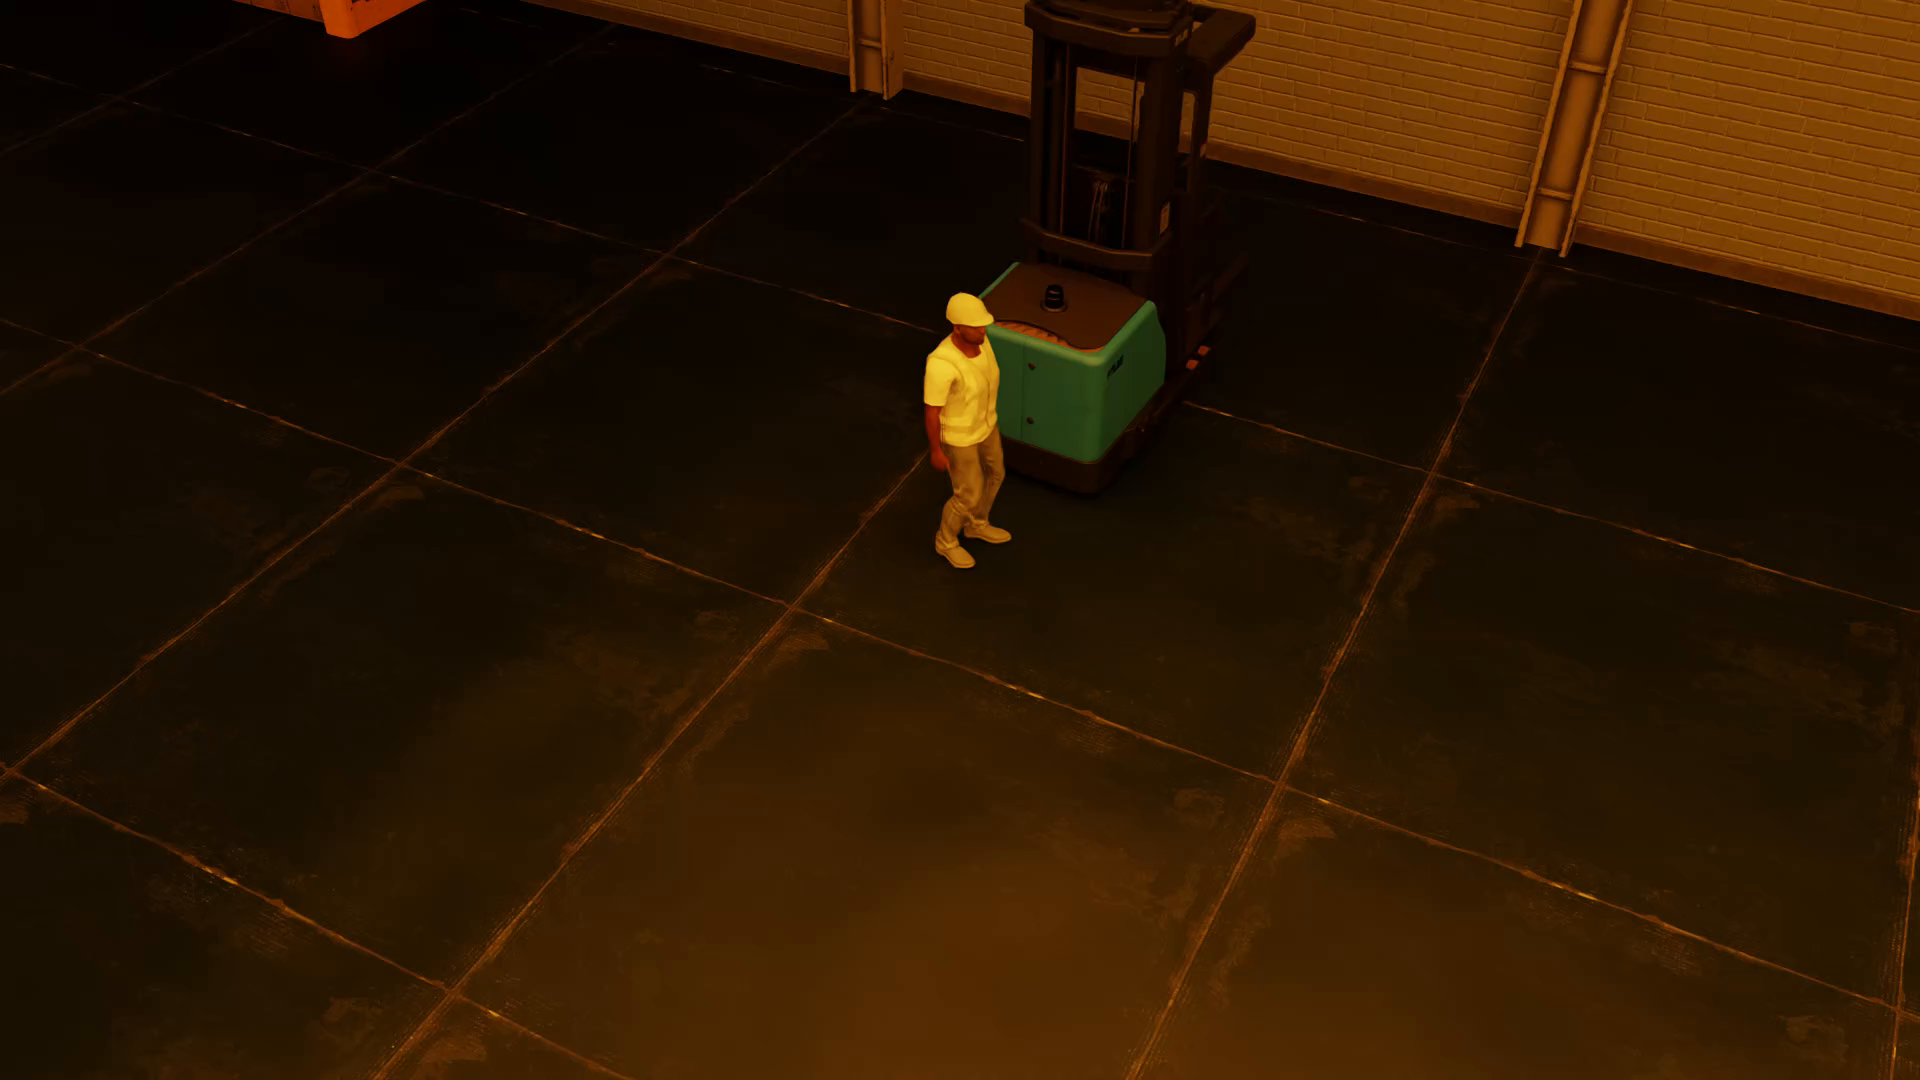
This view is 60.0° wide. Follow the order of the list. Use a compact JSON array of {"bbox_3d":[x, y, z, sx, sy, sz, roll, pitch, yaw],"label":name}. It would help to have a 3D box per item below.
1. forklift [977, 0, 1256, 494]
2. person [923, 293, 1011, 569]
[{"bbox_3d":[1.135,-2.345,10.771,1.130,2.935,3.031,20,44,22],"label":"forklift"},{"bbox_3d":[0.060,-0.635,9.674,0.425,1.751,0.654,20,44,22],"label":"person"}]
